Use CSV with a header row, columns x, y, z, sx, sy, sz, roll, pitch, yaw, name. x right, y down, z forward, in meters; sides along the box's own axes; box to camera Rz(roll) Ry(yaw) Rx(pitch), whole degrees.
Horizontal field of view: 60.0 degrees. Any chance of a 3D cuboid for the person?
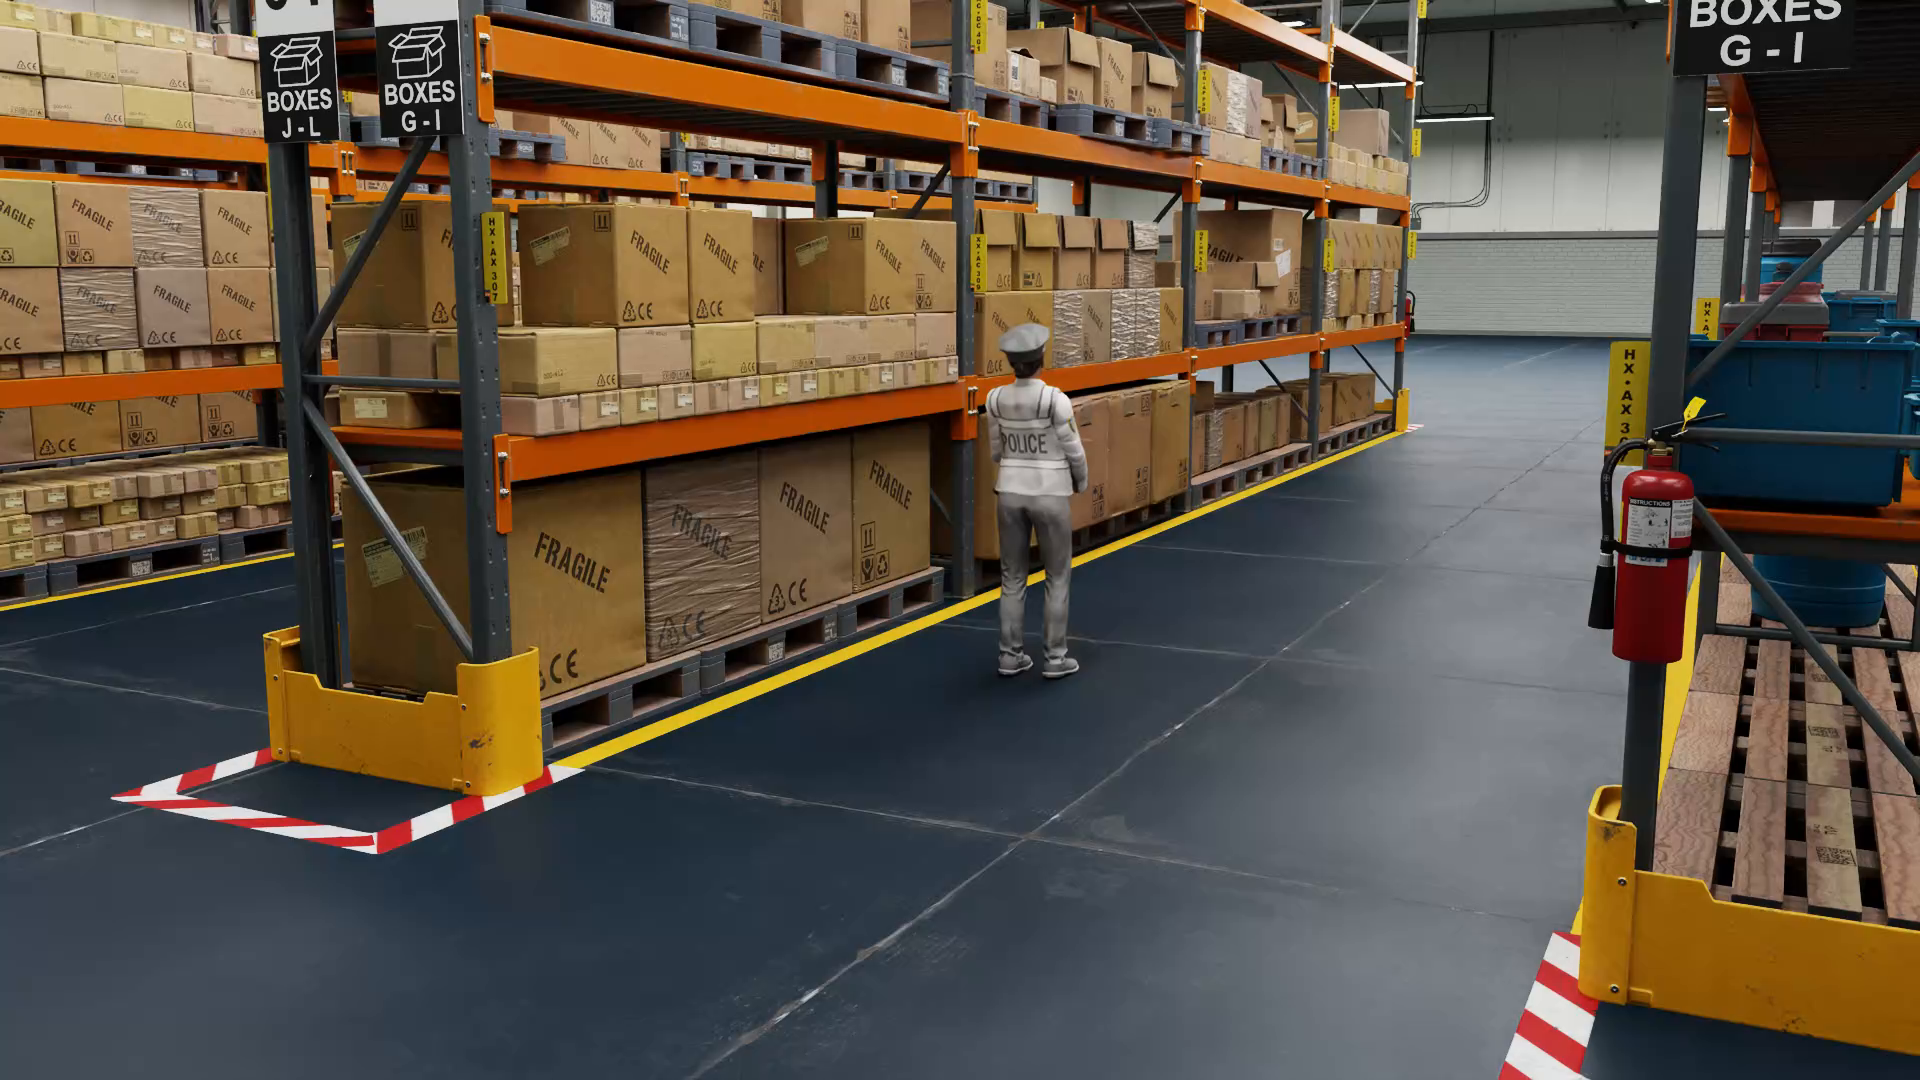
x,y,z,sx,sy,sz,roll,pitch,yaw,name
0.379,-0.191,7.959,0.469,1.690,0.550,4,10,26,person
